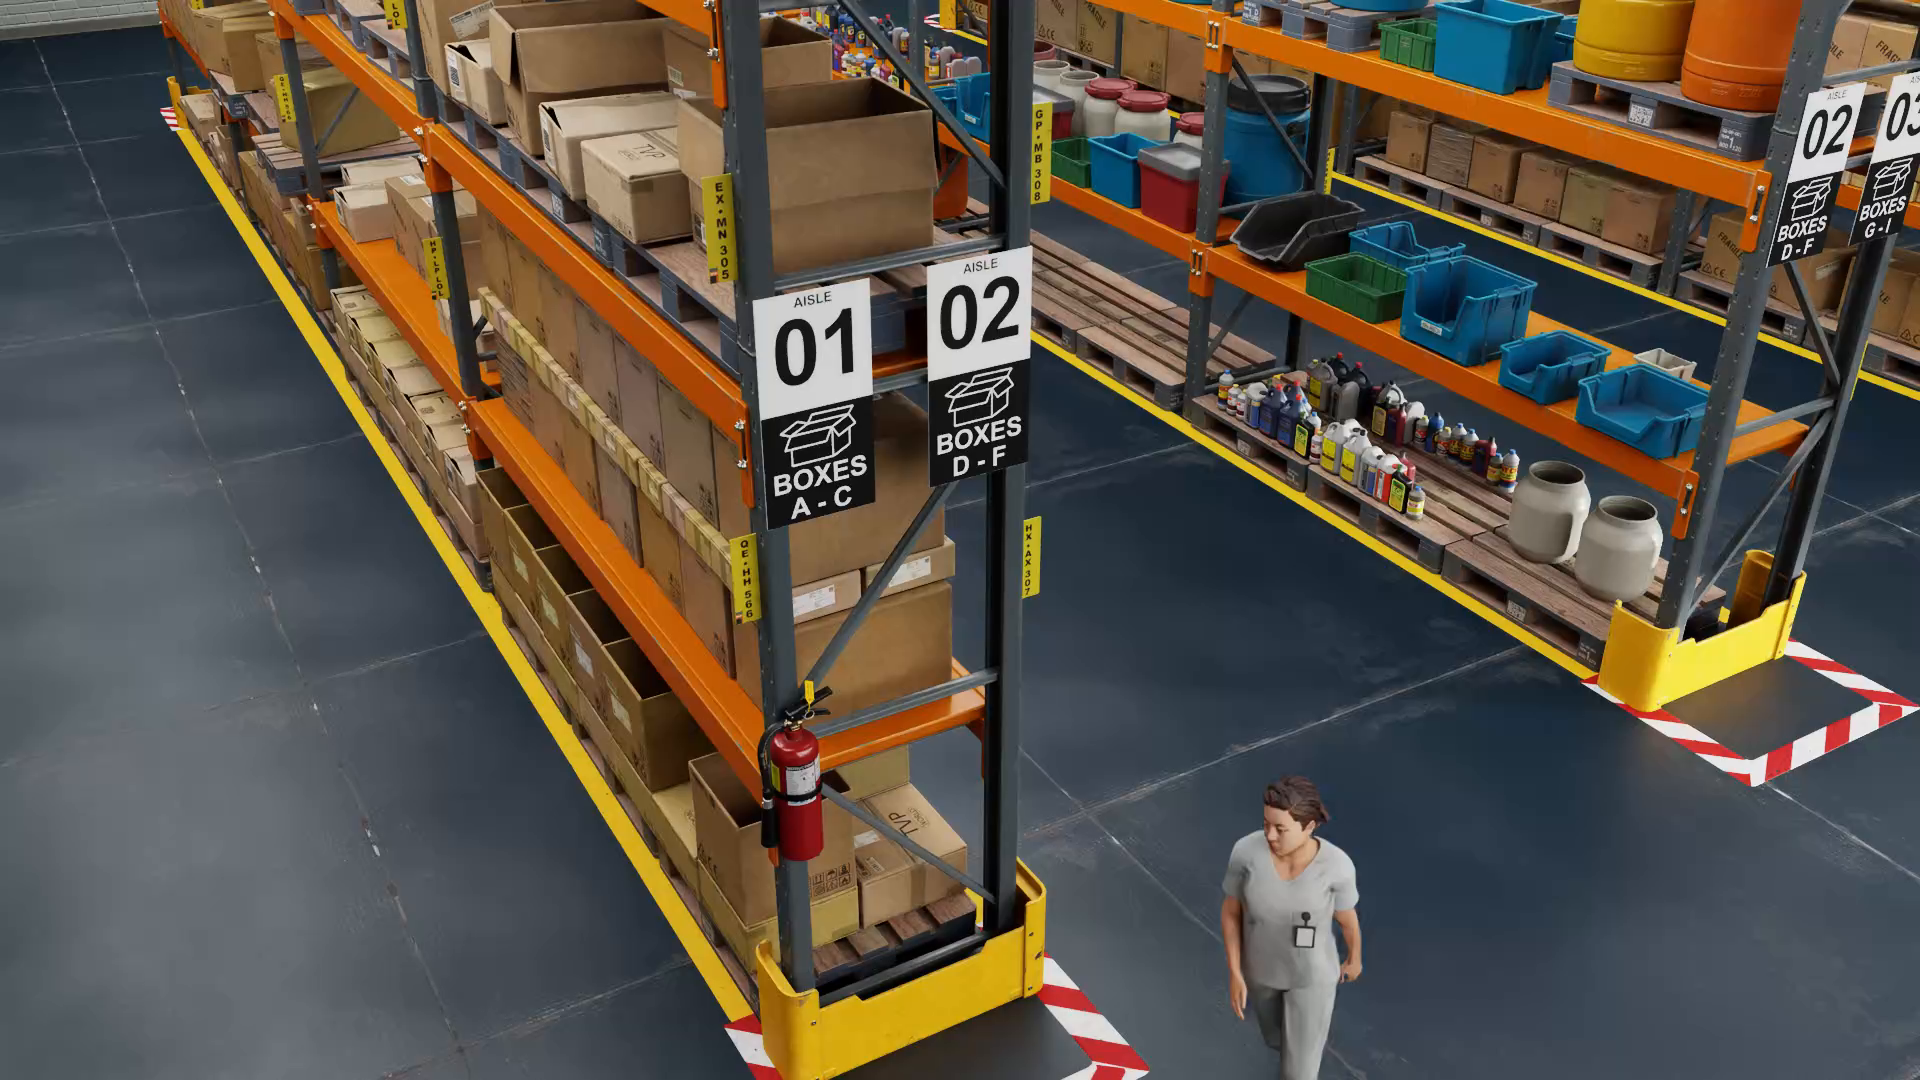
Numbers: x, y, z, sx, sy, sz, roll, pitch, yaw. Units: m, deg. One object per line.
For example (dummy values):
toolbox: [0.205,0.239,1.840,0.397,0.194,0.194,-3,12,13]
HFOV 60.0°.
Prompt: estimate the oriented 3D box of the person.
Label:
person: [1.146,1.505,5.865,0.486,1.621,0.926,12,31,20]
